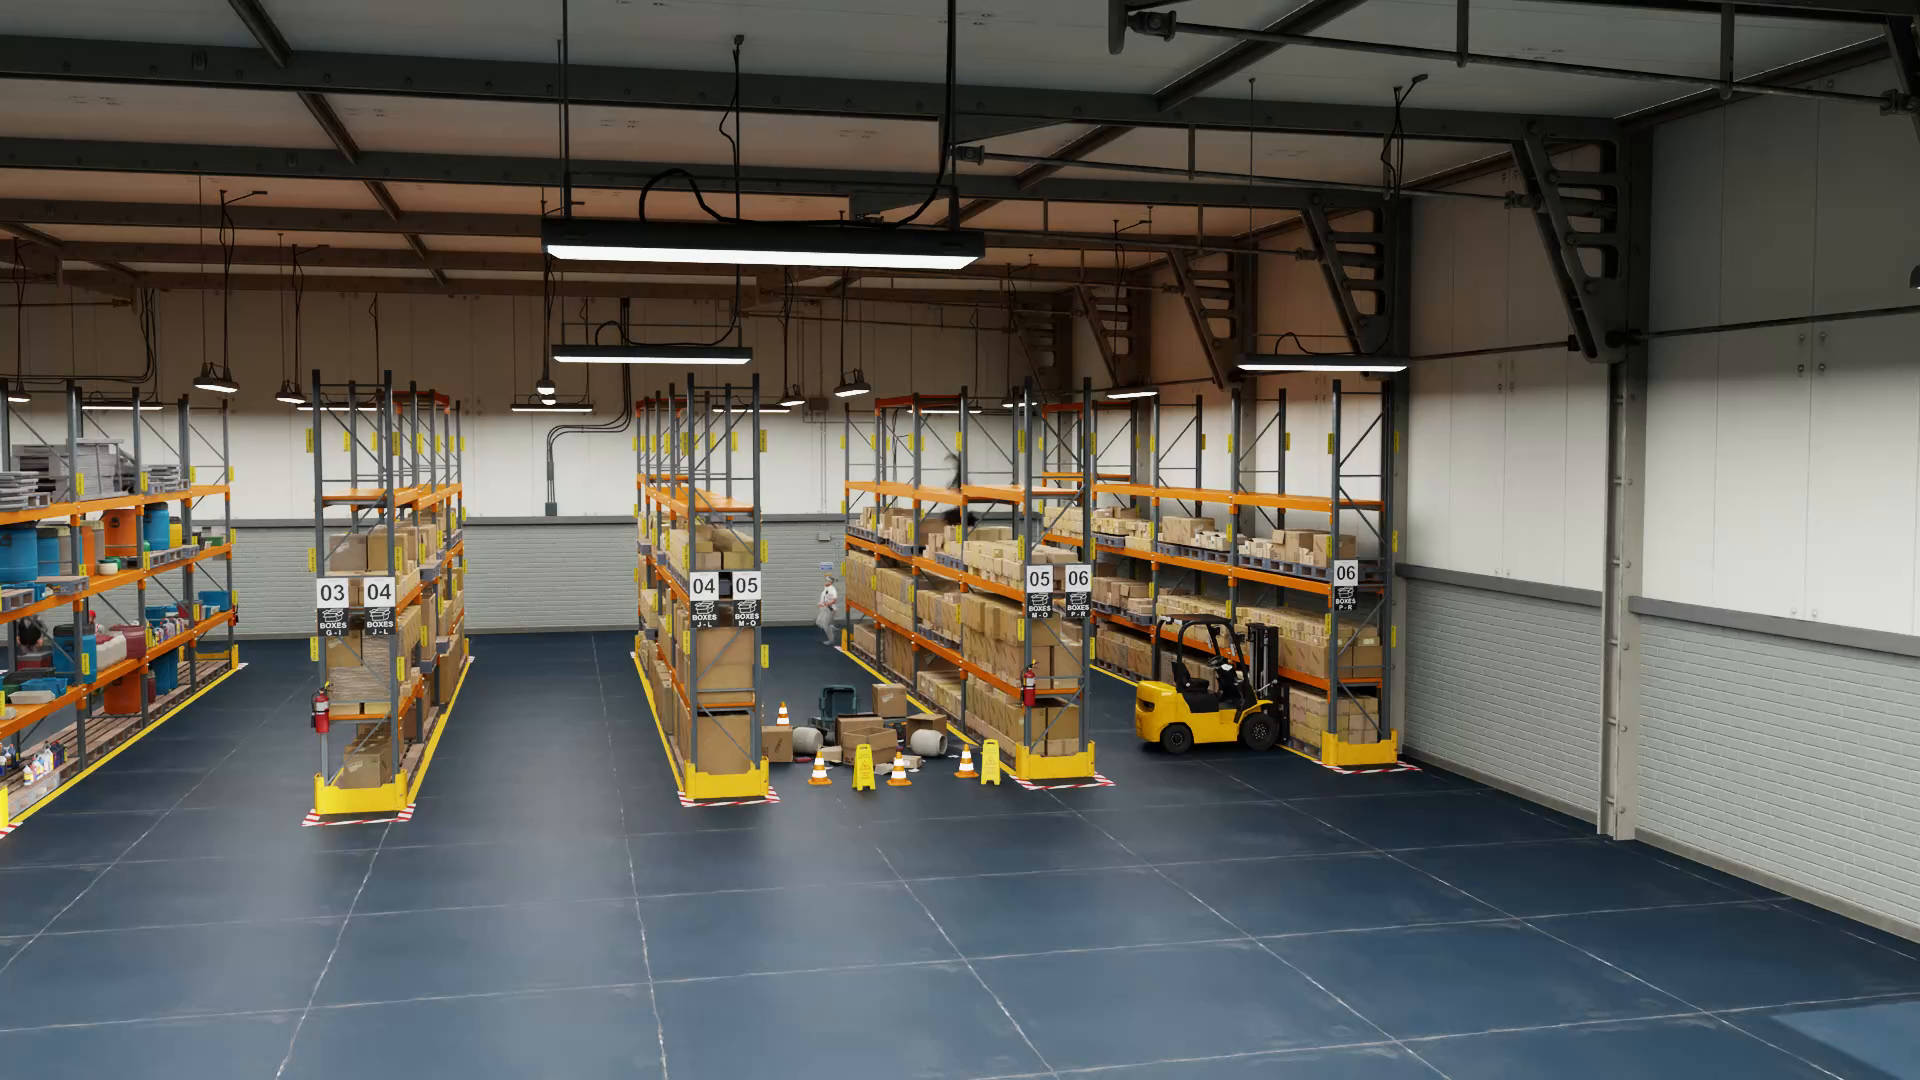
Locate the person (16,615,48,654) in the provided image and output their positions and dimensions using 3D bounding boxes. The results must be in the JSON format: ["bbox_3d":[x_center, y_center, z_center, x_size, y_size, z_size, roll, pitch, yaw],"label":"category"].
[{"bbox_3d":[-19.309,2.170,34.482,0.666,1.684,0.581,-1,4,-20],"label":"person"}]

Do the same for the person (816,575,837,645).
[{"bbox_3d":[-3.306,1.738,41.509,0.595,1.734,0.660,-2,4,-25],"label":"person"}]

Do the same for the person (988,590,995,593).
[{"bbox_3d":[0.845,1.977,37.303,0.680,1.771,1.127,-2,4,-29],"label":"person"}]

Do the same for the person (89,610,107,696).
[{"bbox_3d":[-17.165,2.239,32.788,0.669,1.730,0.632,0,3,-6],"label":"person"}]
